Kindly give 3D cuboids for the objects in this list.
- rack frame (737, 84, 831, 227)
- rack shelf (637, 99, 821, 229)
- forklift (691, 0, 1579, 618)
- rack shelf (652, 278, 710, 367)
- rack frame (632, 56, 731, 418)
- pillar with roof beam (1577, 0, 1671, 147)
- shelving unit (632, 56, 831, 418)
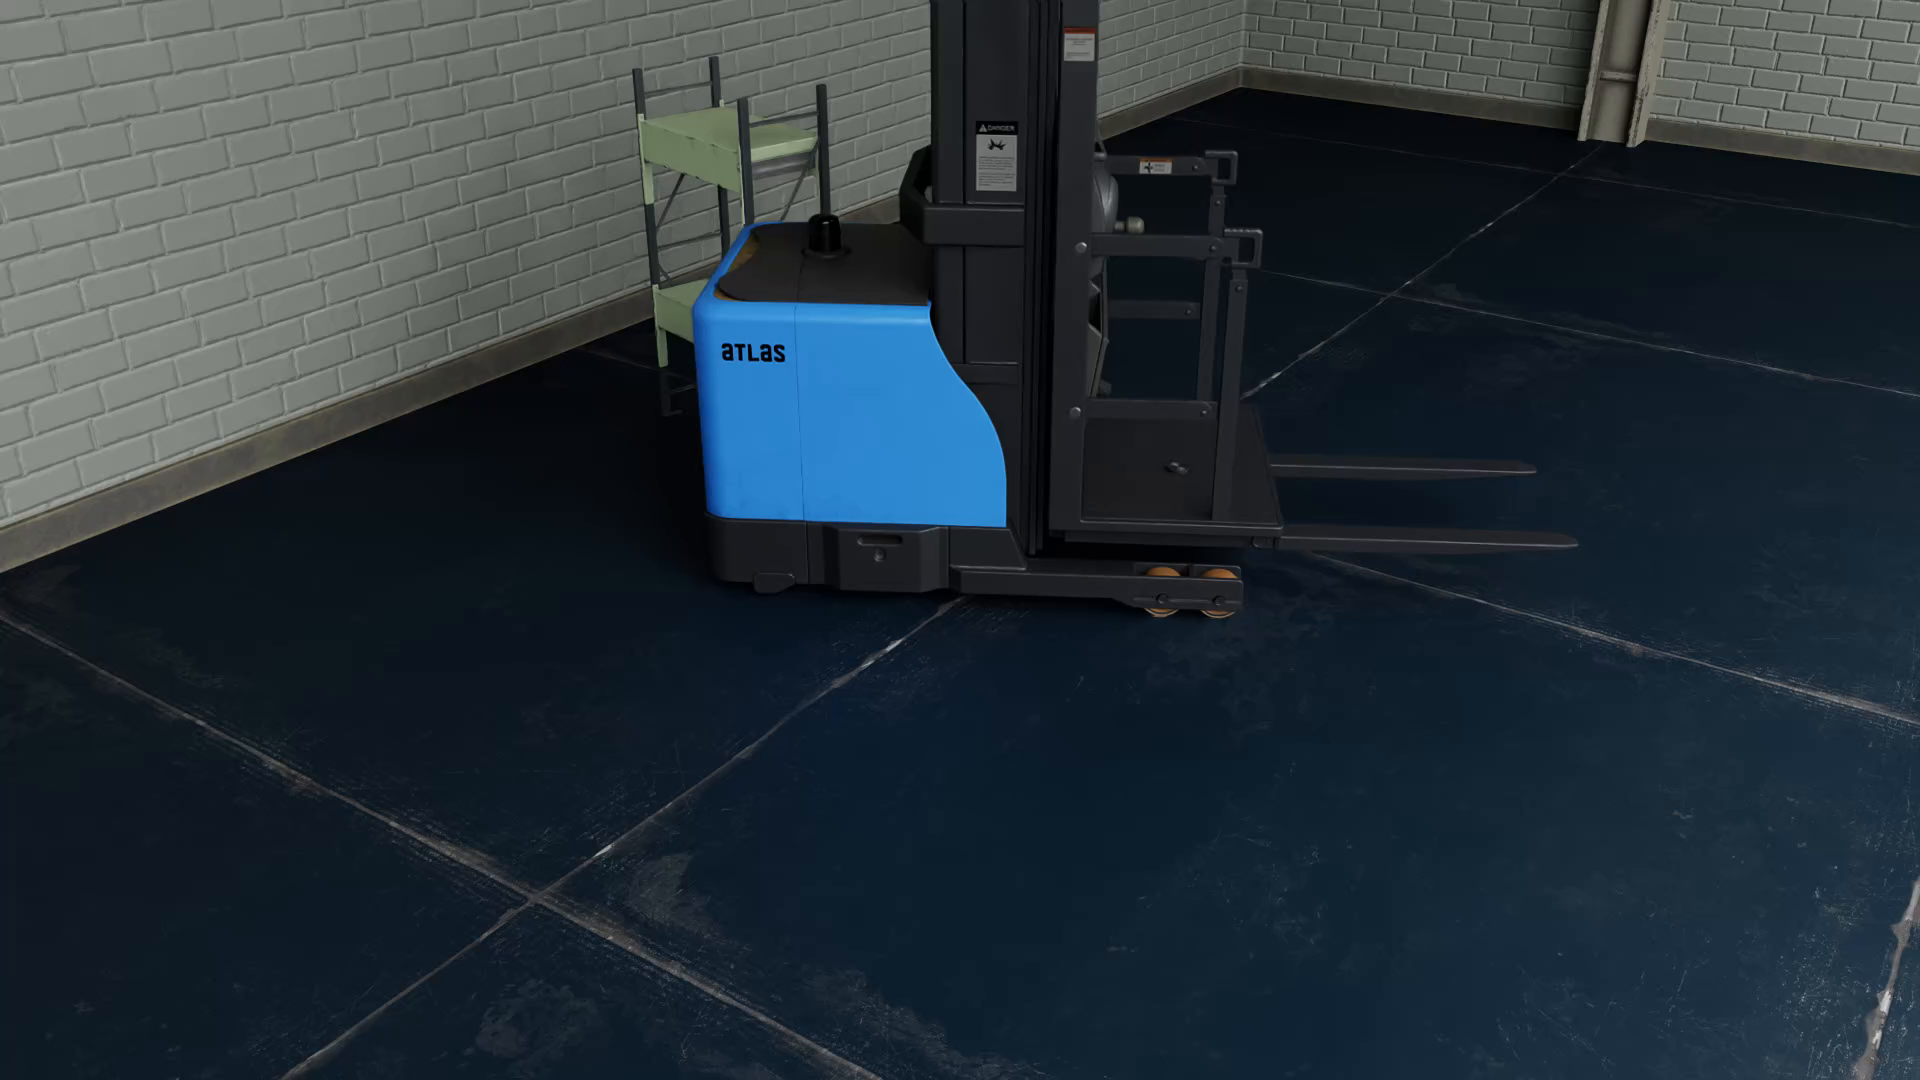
[{"bbox_3d":[-0.669,-1.021,6.602,0.400,1.500,0.023,-22,34,-36],"label":"rack frame"},{"bbox_3d":[-0.911,-1.493,6.670,0.431,0.370,0.720,-22,34,-36],"label":"rack shelf"},{"bbox_3d":[0.644,-1.288,5.550,3.031,2.935,1.130,2,27,4],"label":"forklift"},{"bbox_3d":[-0.911,-0.855,6.995,0.431,0.370,0.720,-22,34,-36],"label":"rack shelf"},{"bbox_3d":[-1.153,-1.270,7.091,0.400,1.500,0.023,-22,34,-36],"label":"rack frame"},{"bbox_3d":[2.209,-5.261,6.666,0.400,9.000,9.100,17,32,30],"label":"pillar with roof beam"},{"bbox_3d":[-0.911,-1.145,6.847,0.431,1.500,0.755,-22,34,-36],"label":"shelving unit"}]
